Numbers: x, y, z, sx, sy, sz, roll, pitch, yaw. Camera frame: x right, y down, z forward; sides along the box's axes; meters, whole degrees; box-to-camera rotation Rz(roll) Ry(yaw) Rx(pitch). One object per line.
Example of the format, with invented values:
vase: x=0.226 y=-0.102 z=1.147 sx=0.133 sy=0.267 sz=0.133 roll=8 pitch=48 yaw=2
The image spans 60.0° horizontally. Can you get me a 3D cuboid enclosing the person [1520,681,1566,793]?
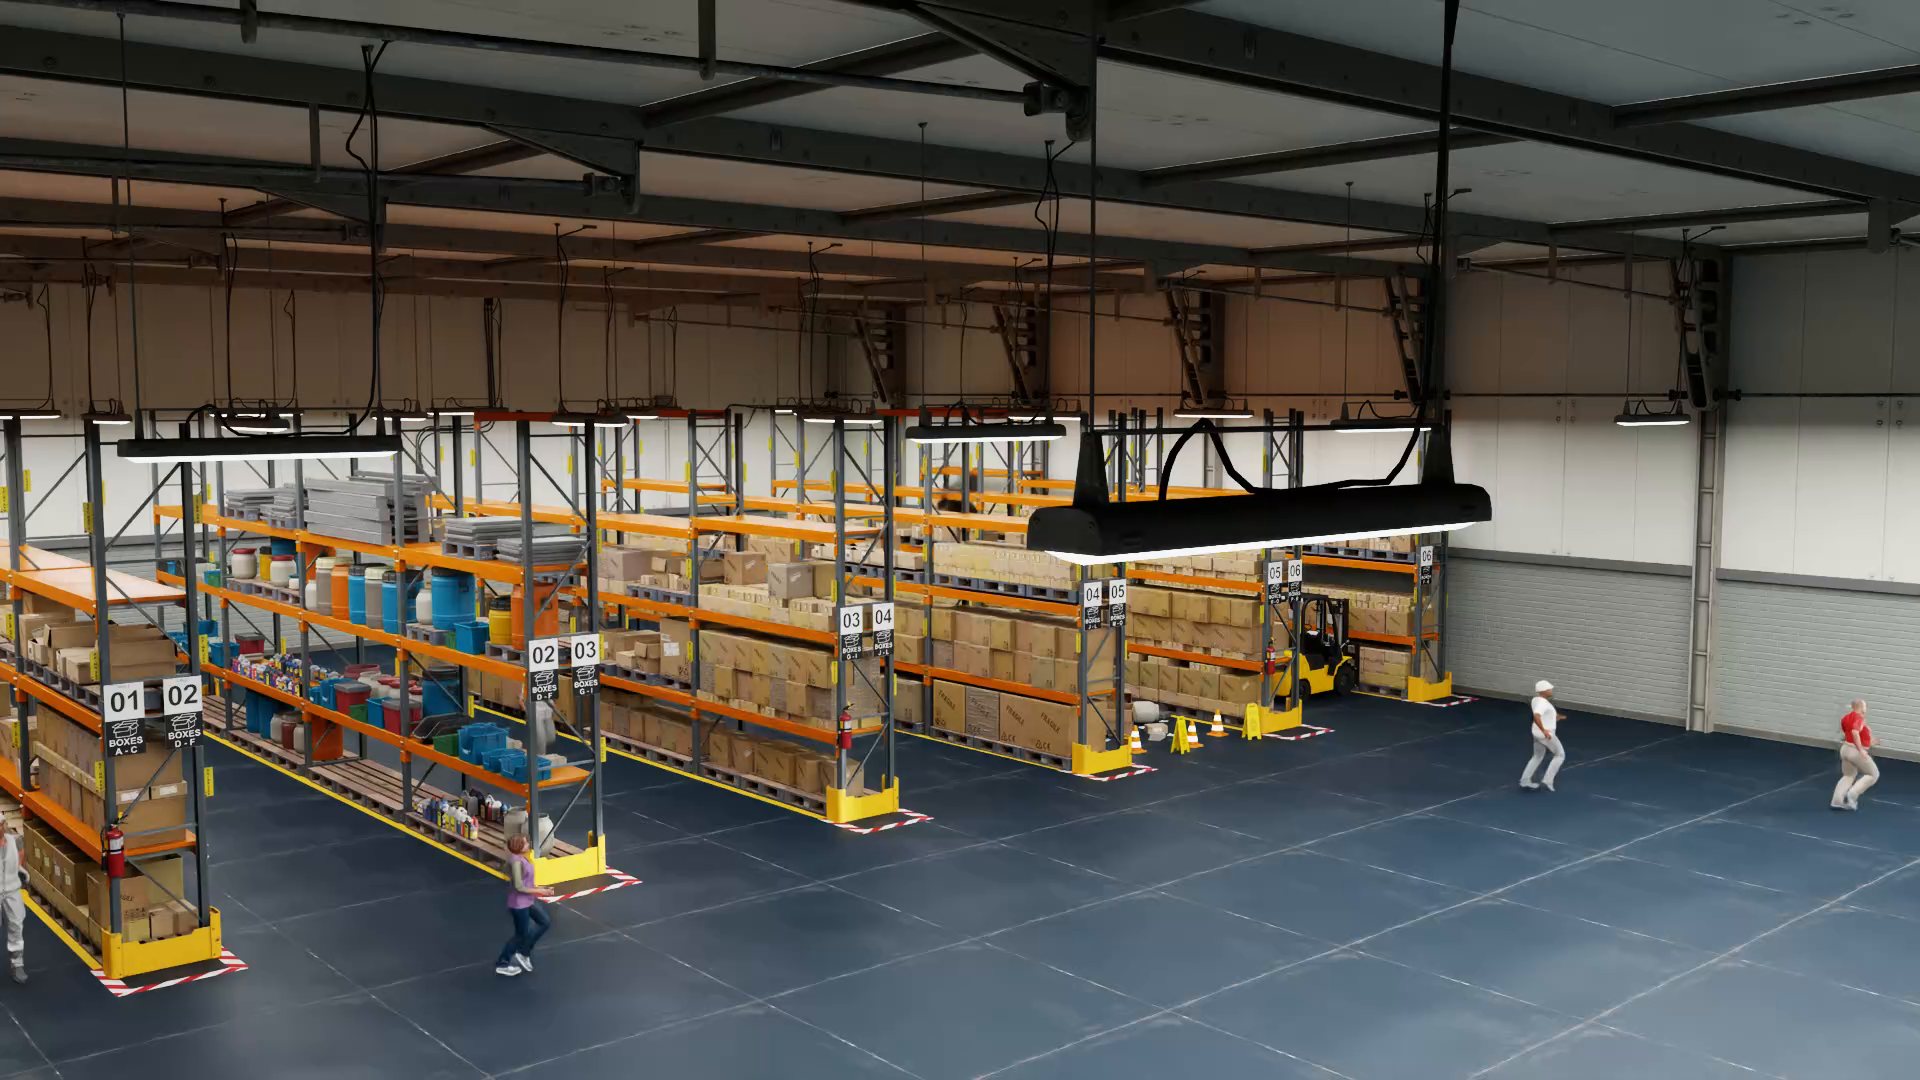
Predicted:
person: x=9.313 y=3.133 z=26.456 sx=0.720 sy=1.801 sz=0.671 roll=0 pitch=5 yaw=-5

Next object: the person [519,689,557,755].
person: x=-7.155 y=2.979 z=28.274 sx=0.656 sy=1.740 sz=0.664 roll=-5 pitch=7 yaw=-44

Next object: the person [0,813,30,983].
person: x=-10.433 y=3.836 z=18.058 sx=0.987 sy=1.799 sz=0.653 roll=5 pitch=7 yaw=43

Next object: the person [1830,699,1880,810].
person: x=13.666 y=3.258 z=25.290 sx=0.733 sy=1.688 sz=0.638 roll=0 pitch=5 yaw=-5

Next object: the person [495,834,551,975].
person: x=-4.761 y=3.962 z=18.114 sx=0.618 sy=1.538 sz=0.552 roll=-1 pitch=5 yaw=-8
